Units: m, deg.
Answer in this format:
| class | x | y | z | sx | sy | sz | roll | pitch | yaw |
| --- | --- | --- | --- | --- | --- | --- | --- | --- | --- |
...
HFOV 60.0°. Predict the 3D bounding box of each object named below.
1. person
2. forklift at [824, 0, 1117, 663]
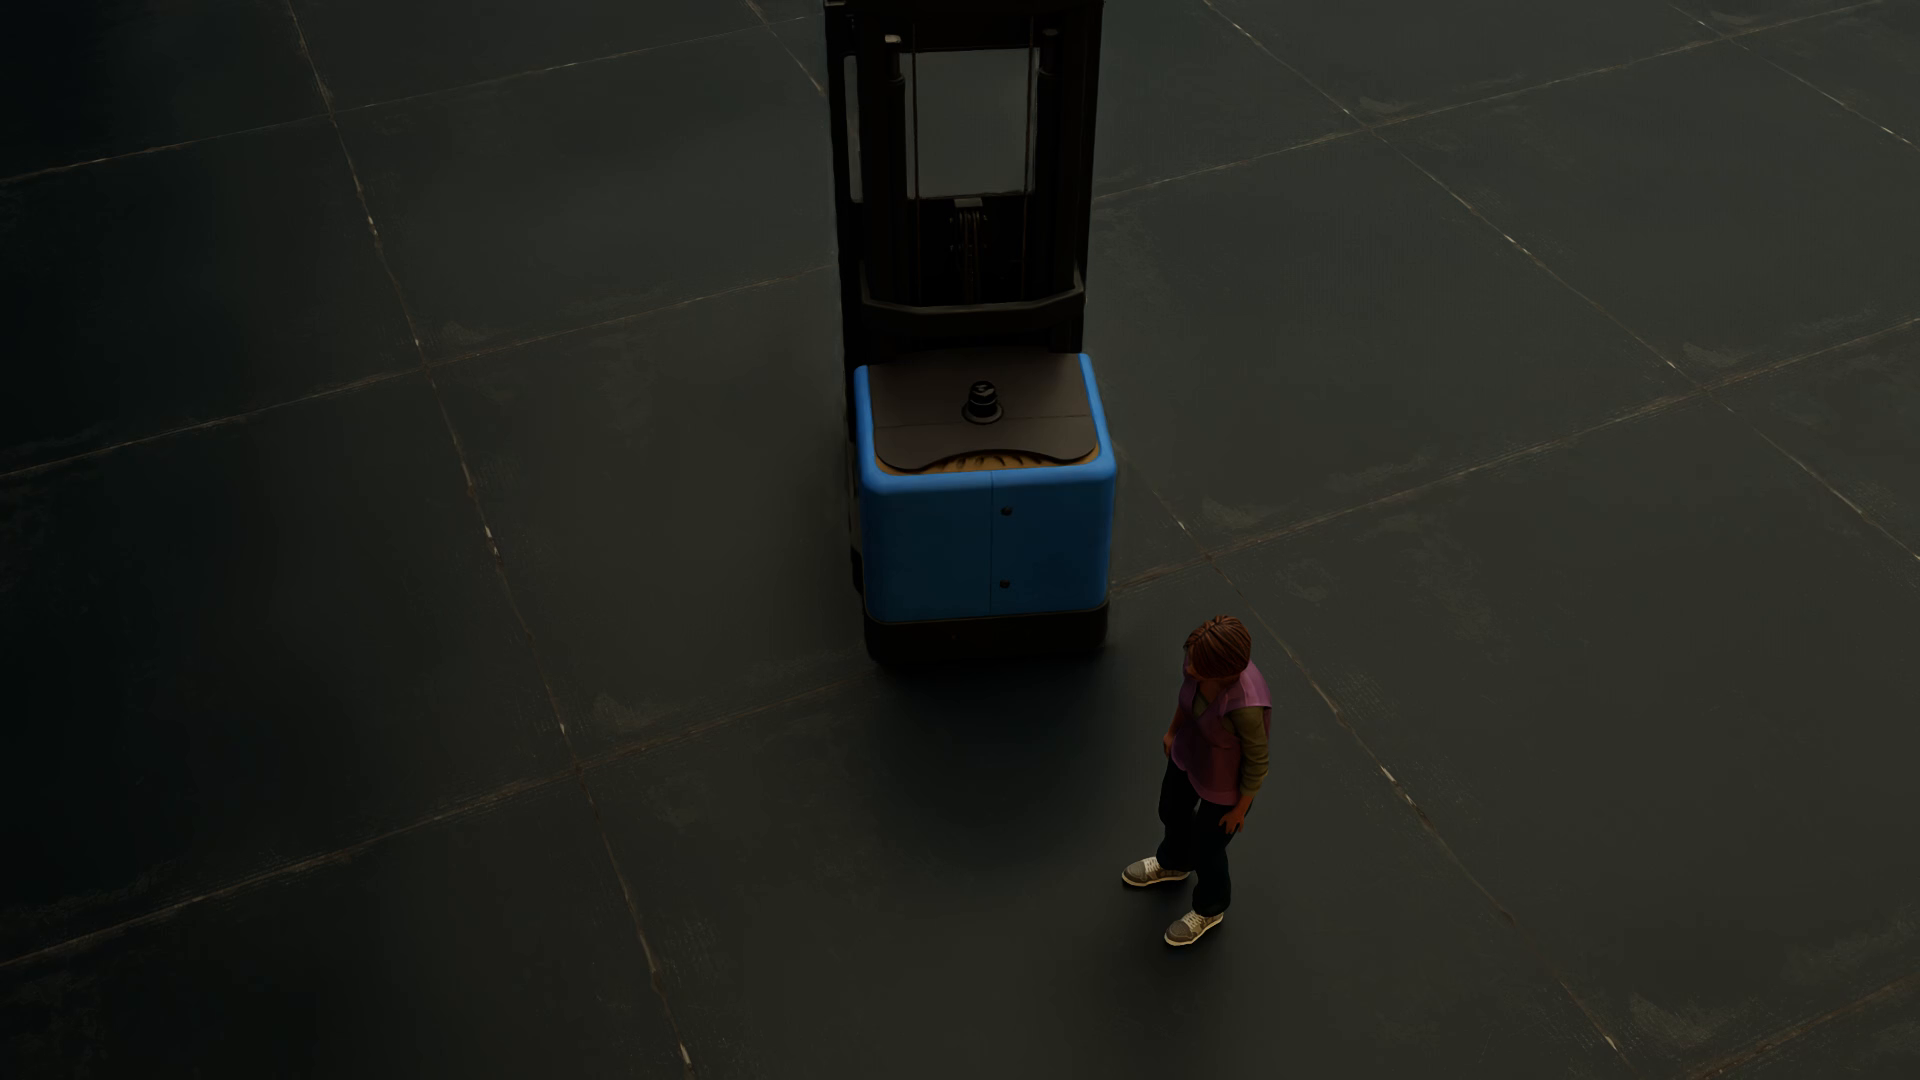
| class | x | y | z | sx | sy | sz | roll | pitch | yaw |
| --- | --- | --- | --- | --- | --- | --- | --- | --- | --- |
| person | 0.864 | 0.810 | 5.795 | 0.347 | 1.590 | 0.474 | -19 | 46 | -19 |
| forklift | -0.009 | -1.543 | 7.334 | 1.130 | 2.935 | 3.031 | -4 | 43 | -4 |
